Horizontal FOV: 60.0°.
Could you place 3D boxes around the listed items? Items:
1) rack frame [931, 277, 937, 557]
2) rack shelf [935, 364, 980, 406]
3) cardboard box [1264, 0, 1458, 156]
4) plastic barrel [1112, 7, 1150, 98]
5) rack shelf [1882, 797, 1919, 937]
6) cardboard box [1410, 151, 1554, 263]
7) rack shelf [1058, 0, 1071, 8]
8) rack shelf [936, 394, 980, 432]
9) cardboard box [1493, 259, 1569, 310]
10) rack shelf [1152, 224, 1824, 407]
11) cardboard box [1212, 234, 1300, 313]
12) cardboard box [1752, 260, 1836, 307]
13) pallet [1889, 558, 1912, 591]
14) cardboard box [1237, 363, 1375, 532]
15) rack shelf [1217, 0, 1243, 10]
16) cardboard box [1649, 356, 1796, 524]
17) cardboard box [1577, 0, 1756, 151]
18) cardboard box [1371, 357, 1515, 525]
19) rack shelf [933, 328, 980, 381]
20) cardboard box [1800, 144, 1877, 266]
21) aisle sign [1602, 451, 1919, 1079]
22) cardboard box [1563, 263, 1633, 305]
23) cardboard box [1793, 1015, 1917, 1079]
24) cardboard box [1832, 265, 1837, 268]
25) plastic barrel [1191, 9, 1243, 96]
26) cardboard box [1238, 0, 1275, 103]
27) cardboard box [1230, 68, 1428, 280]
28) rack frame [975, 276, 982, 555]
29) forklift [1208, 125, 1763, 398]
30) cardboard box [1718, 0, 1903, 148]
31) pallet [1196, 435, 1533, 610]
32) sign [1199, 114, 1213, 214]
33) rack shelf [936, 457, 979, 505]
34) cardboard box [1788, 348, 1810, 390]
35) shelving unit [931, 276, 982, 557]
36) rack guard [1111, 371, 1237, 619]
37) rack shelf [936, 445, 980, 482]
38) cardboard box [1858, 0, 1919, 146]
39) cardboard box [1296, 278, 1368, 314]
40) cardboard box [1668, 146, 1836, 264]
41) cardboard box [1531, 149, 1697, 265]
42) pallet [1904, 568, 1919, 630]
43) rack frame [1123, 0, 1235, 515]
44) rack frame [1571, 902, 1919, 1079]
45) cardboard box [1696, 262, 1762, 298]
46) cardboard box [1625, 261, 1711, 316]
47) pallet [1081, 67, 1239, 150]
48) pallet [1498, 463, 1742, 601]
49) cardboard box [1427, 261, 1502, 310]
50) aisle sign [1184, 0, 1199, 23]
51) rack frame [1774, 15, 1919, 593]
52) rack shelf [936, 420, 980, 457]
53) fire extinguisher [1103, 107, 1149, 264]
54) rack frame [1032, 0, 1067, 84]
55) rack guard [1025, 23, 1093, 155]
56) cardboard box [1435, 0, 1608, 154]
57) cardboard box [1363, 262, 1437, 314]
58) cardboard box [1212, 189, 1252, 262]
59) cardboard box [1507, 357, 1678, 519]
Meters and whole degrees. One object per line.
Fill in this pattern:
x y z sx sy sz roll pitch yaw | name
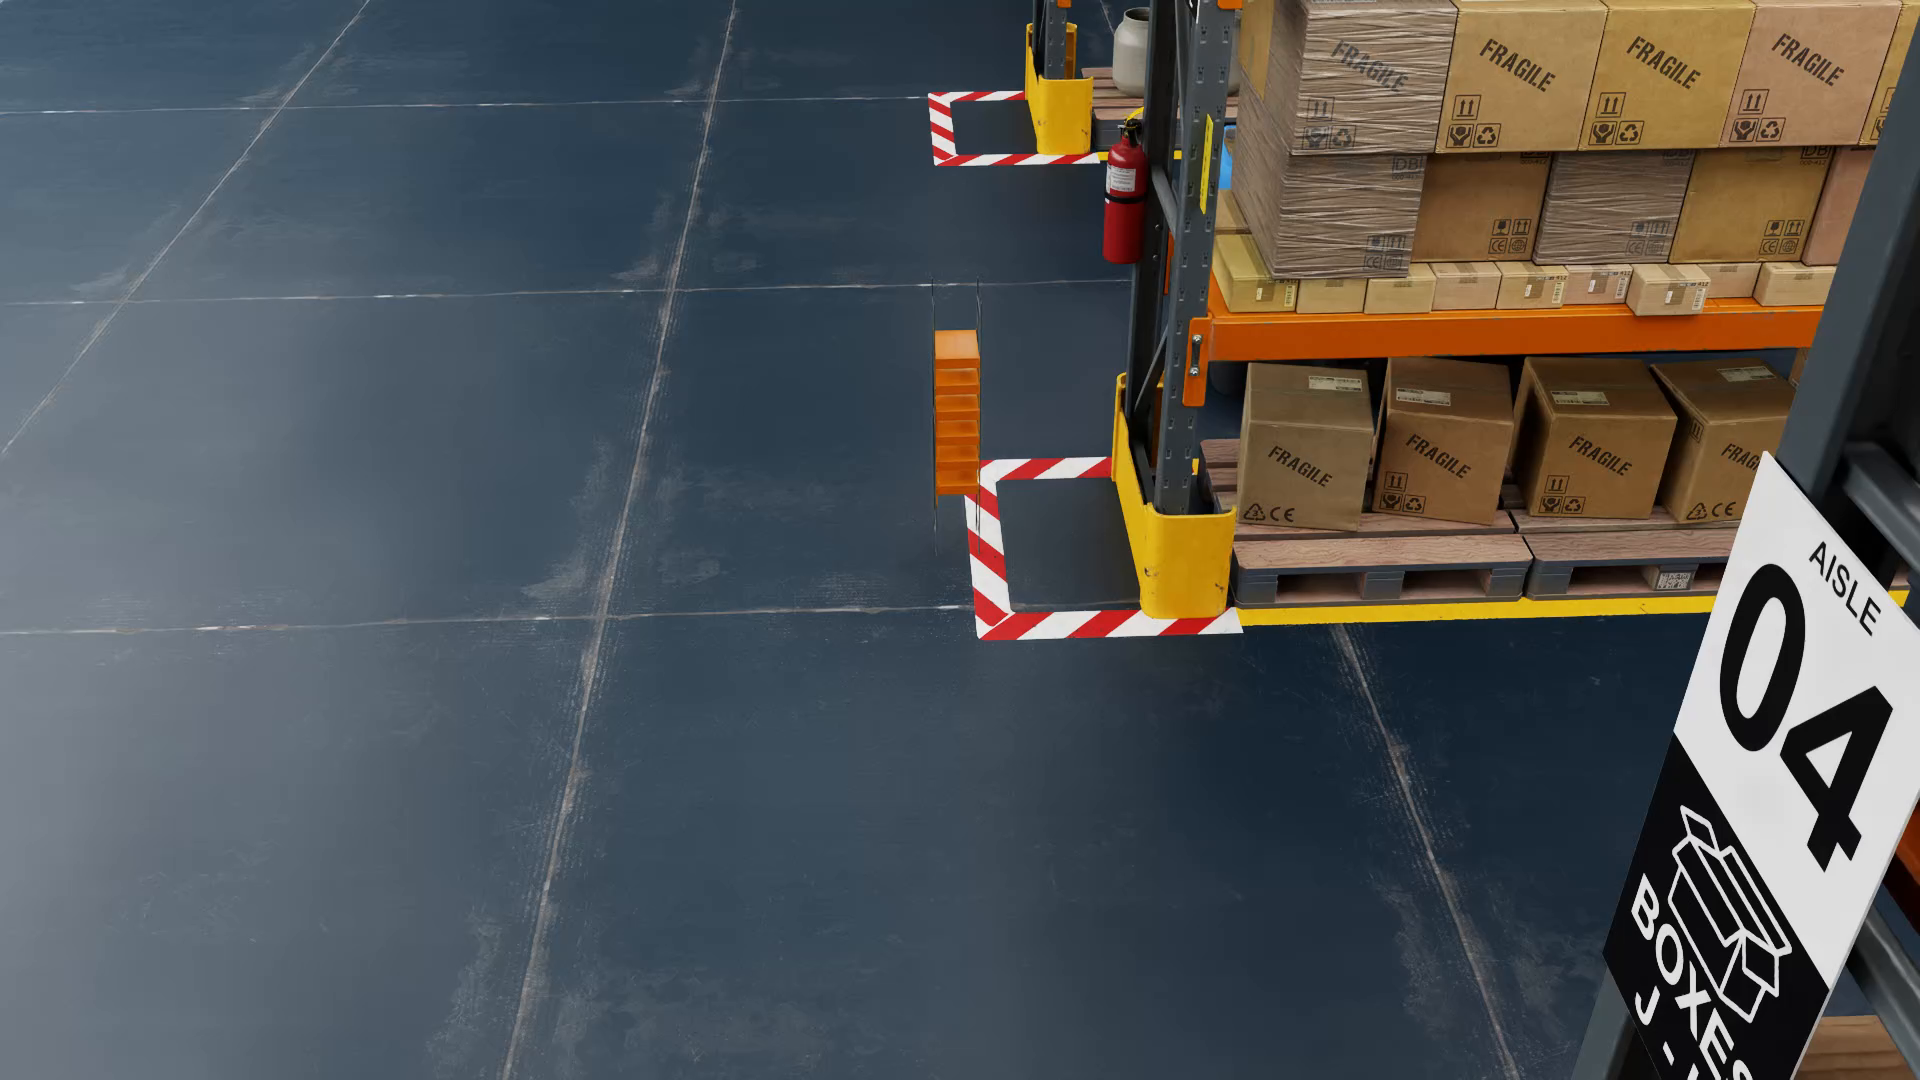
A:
-0.106 -0.491 6.904 0.006 1.200 0.240 -2 35 -2 | rack frame
-0.015 -0.654 6.797 0.180 0.103 0.258 -2 35 -2 | rack shelf
1.382 -1.678 5.811 0.500 0.500 0.500 -2 35 -2 | cardboard box
1.239 -3.270 11.156 0.421 0.512 0.421 0 35 0 | plastic barrel
2.952 0.587 1.762 4.000 0.370 1.077 -2 35 -2 | rack shelf
1.865 -1.488 6.415 0.500 0.500 0.875 -2 35 -2 | cardboard box
2.583 -3.817 10.762 4.000 0.370 1.077 -2 35 -2 | rack shelf
-0.015 -0.555 6.865 0.180 0.103 0.258 -2 35 -2 | rack shelf
2.116 -1.028 6.320 0.250 0.149 0.380 -2 35 -2 | cardboard box
2.818 -1.002 6.694 4.000 0.370 1.077 -2 35 -2 | rack shelf
1.116 -1.012 6.298 0.250 0.149 0.380 -2 35 -2 | cardboard box
3.116 -1.043 6.342 0.250 0.149 0.380 -2 35 -2 | cardboard box
4.146 -0.167 7.305 1.213 0.211 1.003 -2 35 -2 | pallet
1.445 -0.396 7.013 0.500 0.500 0.500 5 35 7 | cardboard box
2.818 -2.235 5.840 4.000 0.370 1.077 -2 35 -2 | rack shelf
3.226 -0.427 7.059 0.500 0.500 0.500 -4 35 -6 | cardboard box
2.382 -1.702 5.845 0.500 0.500 0.500 -2 35 -2 | cardboard box
2.040 -0.431 7.065 0.500 0.500 0.500 7 35 10 | cardboard box
-0.015 -0.752 6.728 0.180 0.103 0.258 -2 35 -2 | rack shelf
3.367 -1.474 6.394 0.500 0.500 0.875 -2 35 -2 | cardboard box
0.869 0.341 1.837 0.004 0.787 0.394 -2 35 -2 | aisle sign
2.364 -1.050 6.352 0.250 0.149 0.380 -2 35 -2 | cardboard box
1.326 1.085 1.966 0.550 0.550 0.875 -2 35 -2 | cardboard box
3.364 -1.070 6.381 0.250 0.149 0.380 -2 35 -2 | cardboard box
1.740 -3.283 11.176 0.421 0.512 0.421 0 35 0 | plastic barrel
1.358 -1.973 6.238 0.500 0.500 0.500 -2 35 -2 | cardboard box
1.371 -1.406 6.297 0.500 0.500 0.875 -2 35 -2 | cardboard box
0.077 -0.496 6.911 0.006 1.200 0.240 -2 35 -2 | rack frame
2.753 -2.172 7.812 3.031 2.935 1.130 -1 35 -2 | forklift
2.881 -1.719 5.870 0.500 0.500 0.500 -2 35 -2 | cardboard box
1.709 -0.101 7.210 1.213 0.211 1.003 -2 35 -2 | pallet
0.846 -1.291 5.719 0.005 0.325 0.100 -2 35 -2 | sign
-0.015 -0.259 7.070 0.180 0.103 0.258 -2 35 -2 | rack shelf
3.842 -0.488 7.147 0.500 0.500 0.500 9 36 13 | cardboard box
-0.015 -0.493 6.908 0.189 1.200 0.258 -2 35 -2 | shelving unit
0.896 -0.218 7.125 0.348 0.500 1.175 -2 35 -2 | rack guard
-0.015 -0.358 7.002 0.180 0.103 0.258 -2 35 -2 | rack shelf
3.380 -1.730 5.886 0.500 0.500 0.500 -2 35 -2 | cardboard box
1.367 -1.008 6.292 0.250 0.149 0.380 -2 35 -2 | cardboard box
2.866 -1.484 6.409 0.500 0.500 0.875 -2 35 -2 | cardboard box
2.366 -1.477 6.399 0.500 0.500 0.875 -2 35 -2 | cardboard box
1.694 0.356 1.542 1.213 0.211 1.003 -2 35 -2 | pallet
0.820 -1.244 6.411 0.127 3.000 1.000 -2 35 -2 | rack frame
0.954 1.579 2.333 0.127 3.000 1.000 -2 35 -2 | rack frame
2.862 -1.080 6.395 0.250 0.149 0.380 -2 35 -2 | cardboard box
2.619 -0.998 6.277 0.250 0.149 0.380 -2 35 -2 | cardboard box
1.471 -2.960 11.342 1.213 0.211 1.003 -2 35 -2 | pallet
2.925 -0.132 7.255 1.213 0.211 1.003 -2 35 -2 | pallet
1.866 -1.025 6.316 0.250 0.149 0.380 -2 35 -2 | cardboard box
0.772 -2.140 5.422 0.004 0.787 0.394 -2 35 -2 | aisle sign
0.954 -0.888 0.626 0.127 3.000 1.000 -2 35 -2 | rack frame
-0.015 -0.456 6.933 0.180 0.103 0.258 -2 35 -2 | rack shelf
0.684 -1.471 6.807 0.183 0.674 0.296 -2 35 -2 | fire extinguisher
0.586 -4.059 10.479 0.127 3.000 1.000 -2 35 -2 | rack frame
0.659 -3.060 11.232 0.348 0.500 1.175 -2 35 -2 | rack guard
1.882 -1.688 5.825 0.500 0.500 0.500 -2 35 -2 | cardboard box
1.617 -1.007 6.289 0.250 0.149 0.380 -2 35 -2 | cardboard box
1.095 -1.265 6.663 0.250 0.149 0.380 -2 35 -2 | cardboard box
2.666 -0.437 7.074 0.500 0.500 0.500 2 35 2 | cardboard box
